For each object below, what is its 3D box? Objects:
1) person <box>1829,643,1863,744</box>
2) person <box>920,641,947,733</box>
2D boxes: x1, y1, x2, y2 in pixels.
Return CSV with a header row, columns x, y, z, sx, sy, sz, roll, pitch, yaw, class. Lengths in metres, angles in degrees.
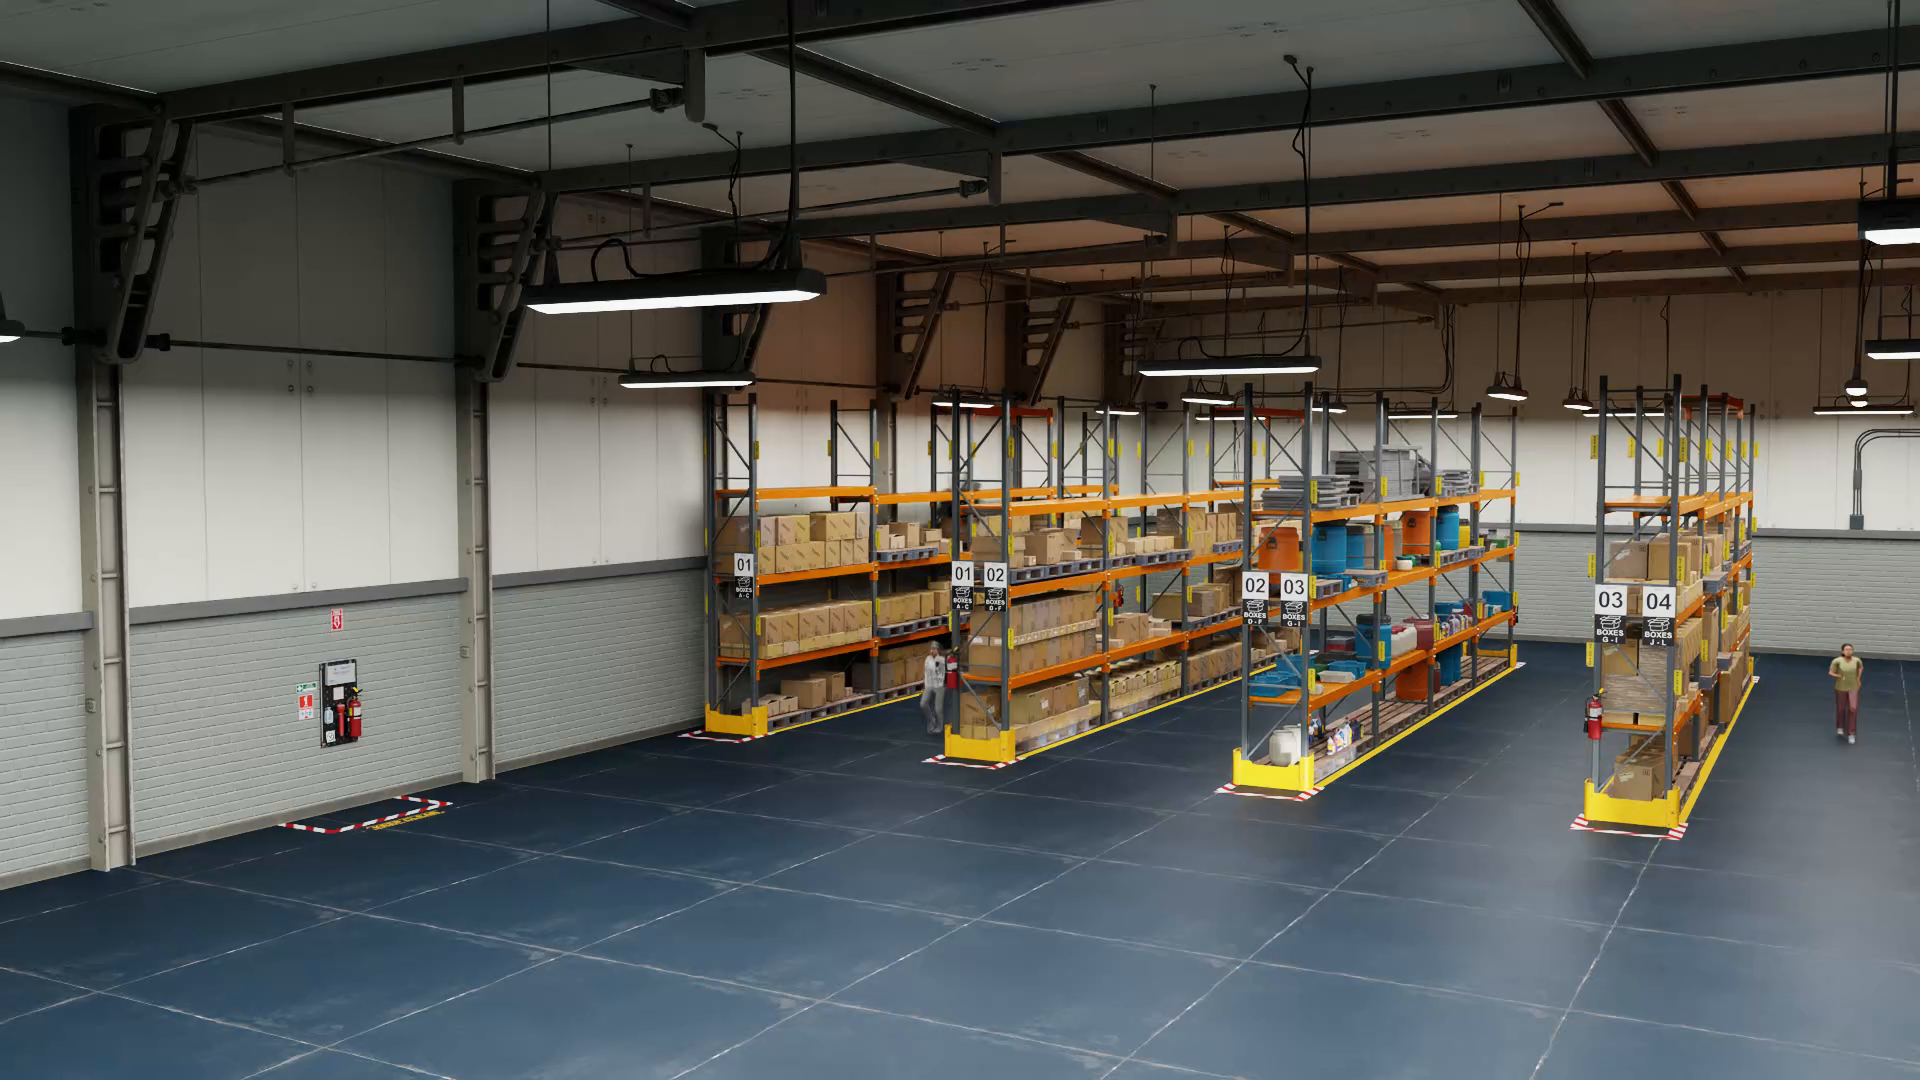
x,y,z,sx,sy,sz,roll,pitch,yaw,class
15.274,2.609,28.685,0.529,1.696,0.858,1,3,25,person
-0.433,2.580,29.177,0.607,1.650,0.666,1,3,26,person
